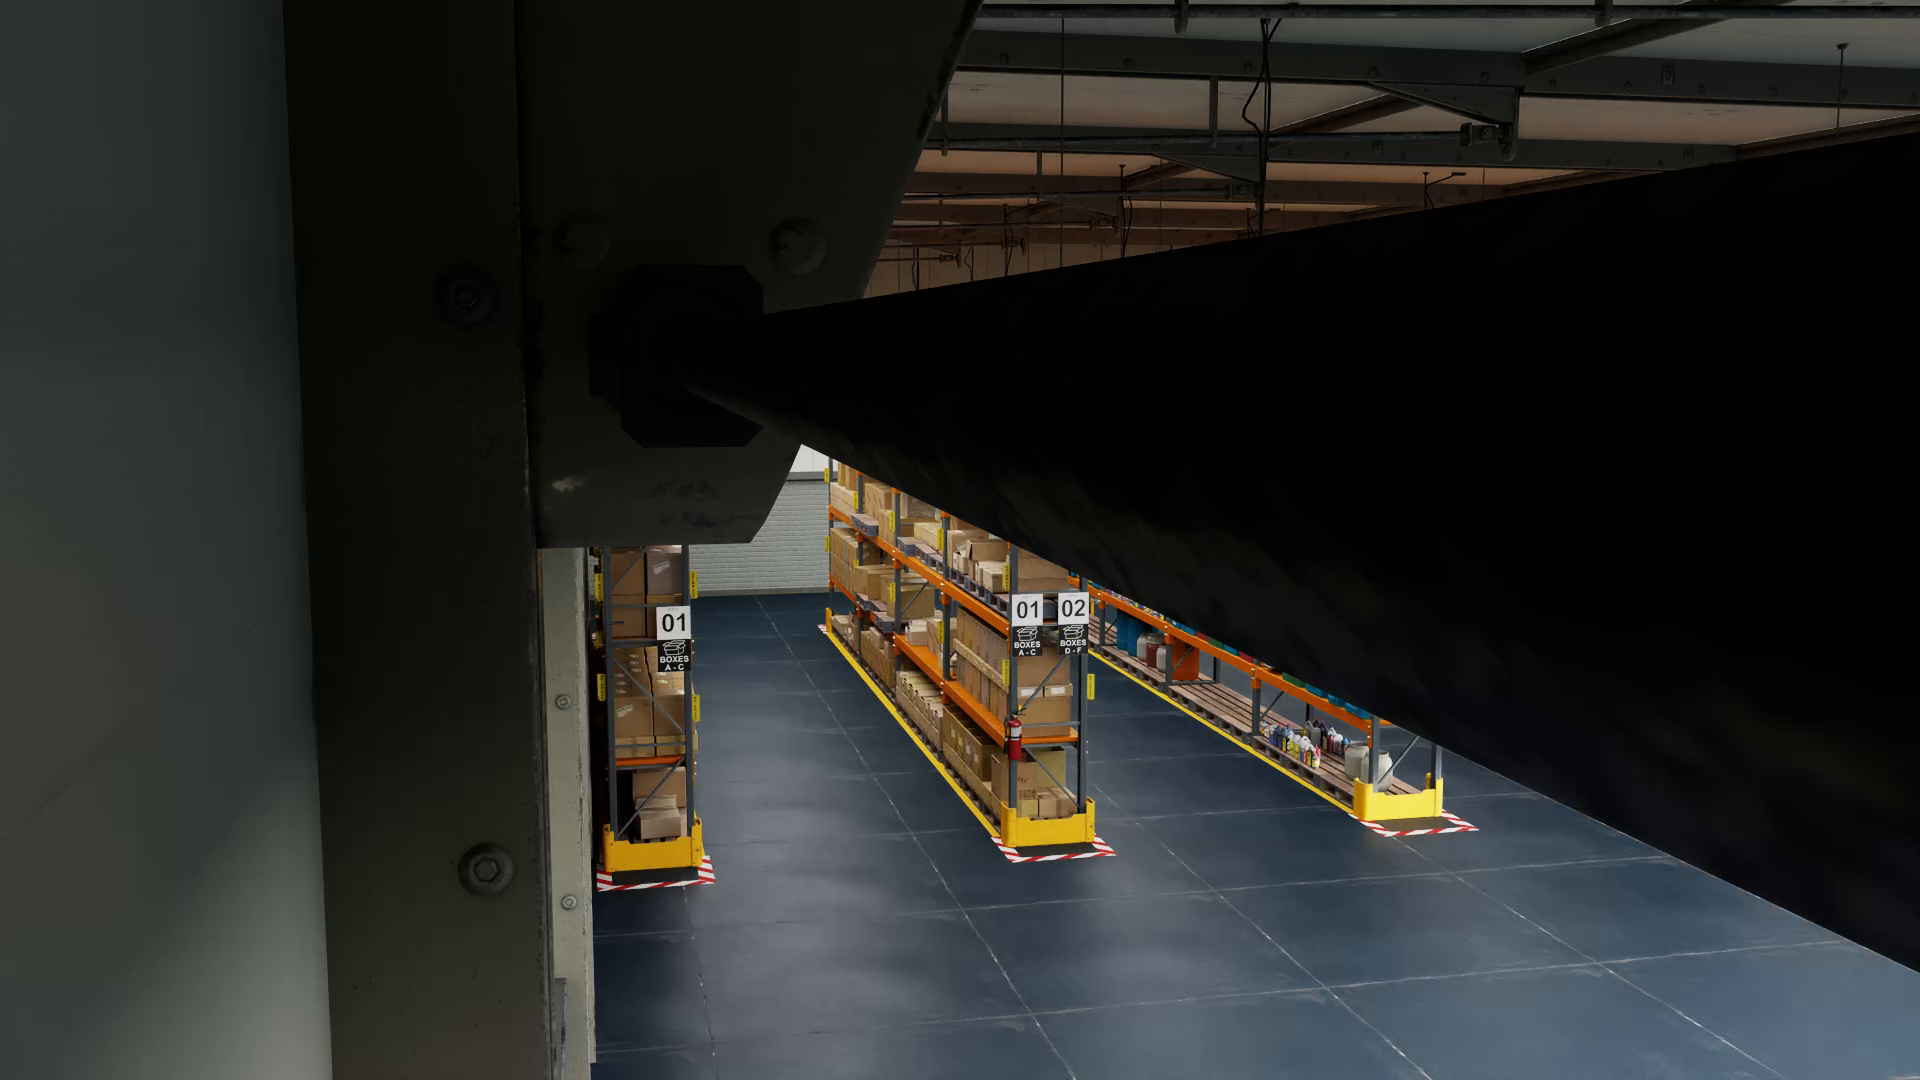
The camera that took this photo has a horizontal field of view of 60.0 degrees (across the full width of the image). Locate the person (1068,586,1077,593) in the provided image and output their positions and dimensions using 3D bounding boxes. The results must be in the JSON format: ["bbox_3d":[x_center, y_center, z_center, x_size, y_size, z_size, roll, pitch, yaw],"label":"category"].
[{"bbox_3d":[2.118,1.687,32.096,0.606,1.656,0.674,-2,7,-13],"label":"person"}]
